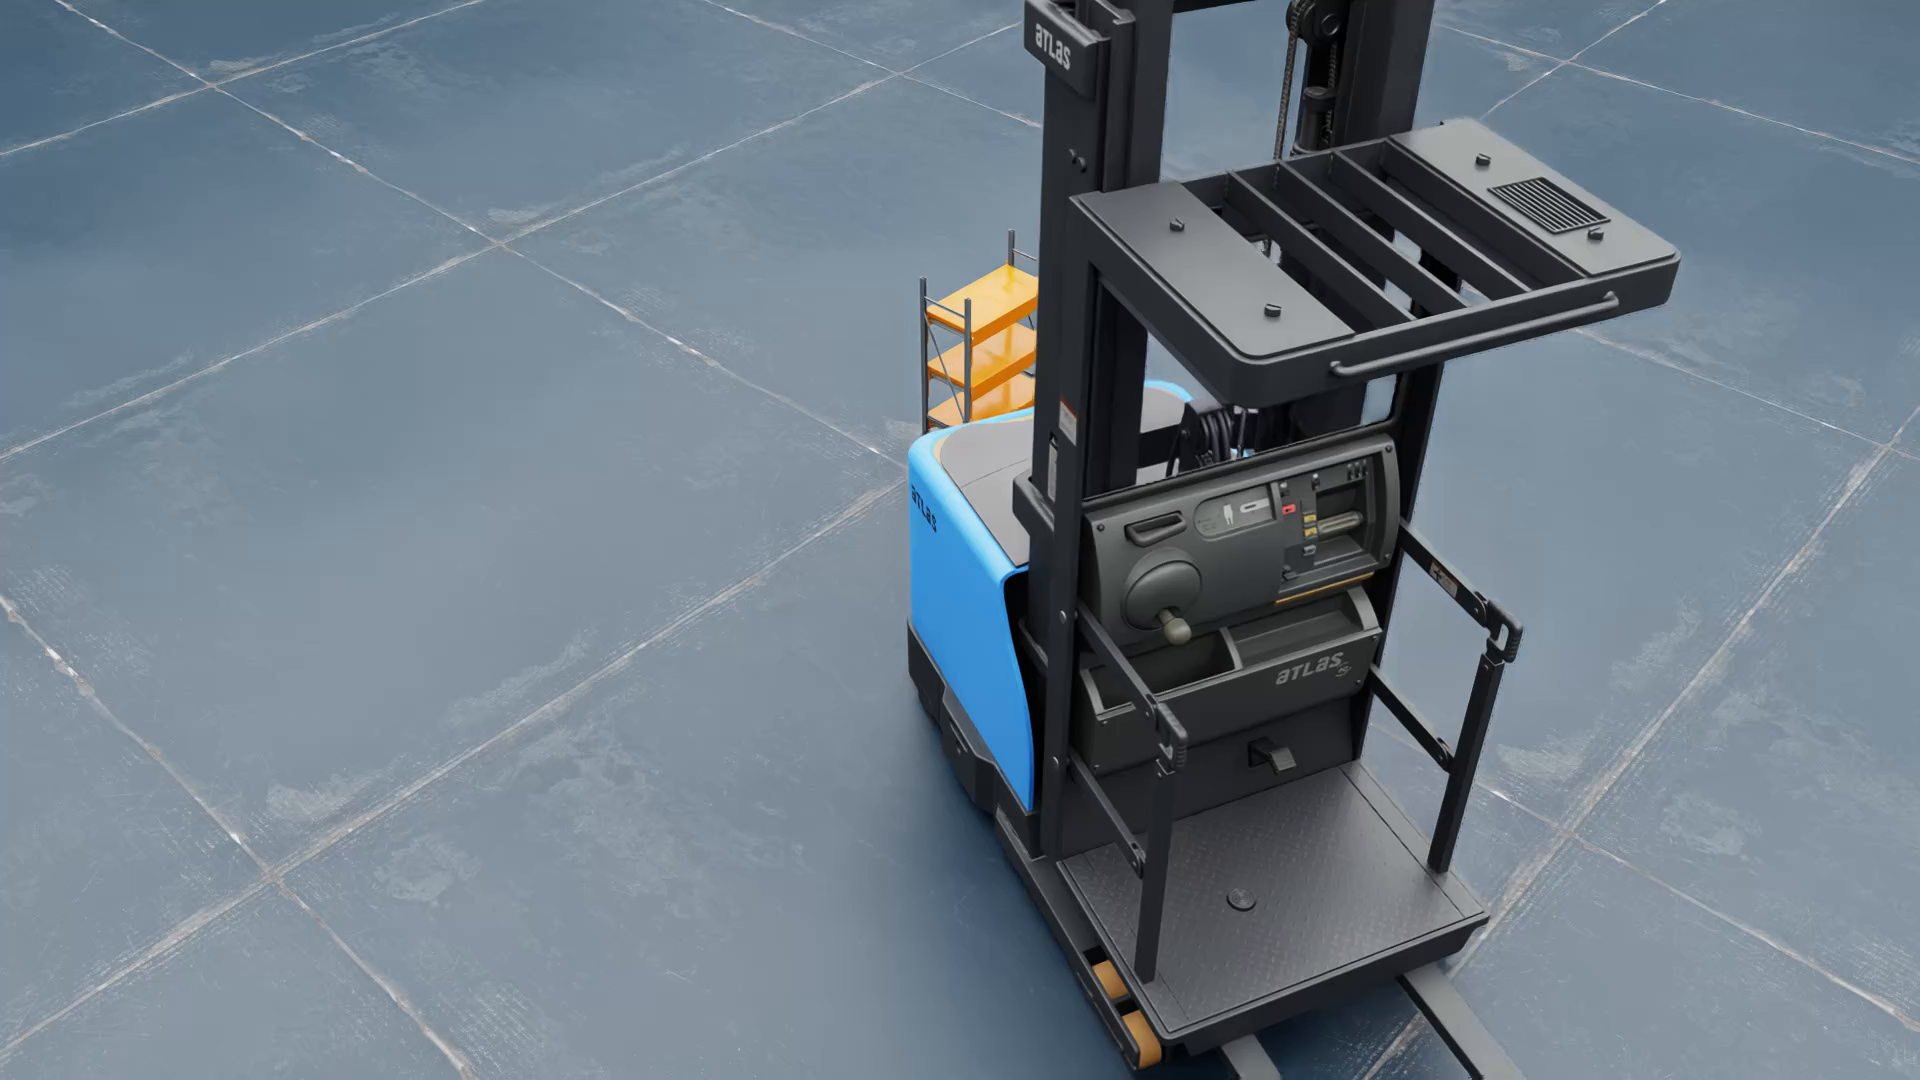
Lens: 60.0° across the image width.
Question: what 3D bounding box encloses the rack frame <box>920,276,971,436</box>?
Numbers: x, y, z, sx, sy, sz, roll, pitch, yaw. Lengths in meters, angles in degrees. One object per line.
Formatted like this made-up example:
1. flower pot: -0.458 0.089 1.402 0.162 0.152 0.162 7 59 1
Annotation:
1. rack frame: -0.053 -0.434 6.331 0.240 1.200 0.015 30 47 32

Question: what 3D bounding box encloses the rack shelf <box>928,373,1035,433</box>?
1. rack shelf: 0.112 -0.493 6.514 0.258 0.148 0.480 30 47 32

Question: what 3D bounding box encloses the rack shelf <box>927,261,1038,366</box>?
1. rack shelf: 0.112 -0.853 6.228 0.258 0.148 0.480 30 47 32

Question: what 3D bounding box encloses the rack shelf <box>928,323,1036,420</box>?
1. rack shelf: 0.112 -0.668 6.375 0.258 0.148 0.480 30 47 32

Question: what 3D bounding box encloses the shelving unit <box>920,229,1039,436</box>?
1. shelving unit: 0.112 -0.546 6.472 0.258 1.200 0.503 30 47 32

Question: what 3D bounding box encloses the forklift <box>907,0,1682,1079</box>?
1. forklift: 0.861 0.077 4.298 1.130 2.935 3.031 -15 41 -18

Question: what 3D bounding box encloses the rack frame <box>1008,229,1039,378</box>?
1. rack frame: 0.276 -0.658 6.613 0.240 1.200 0.015 30 47 32
